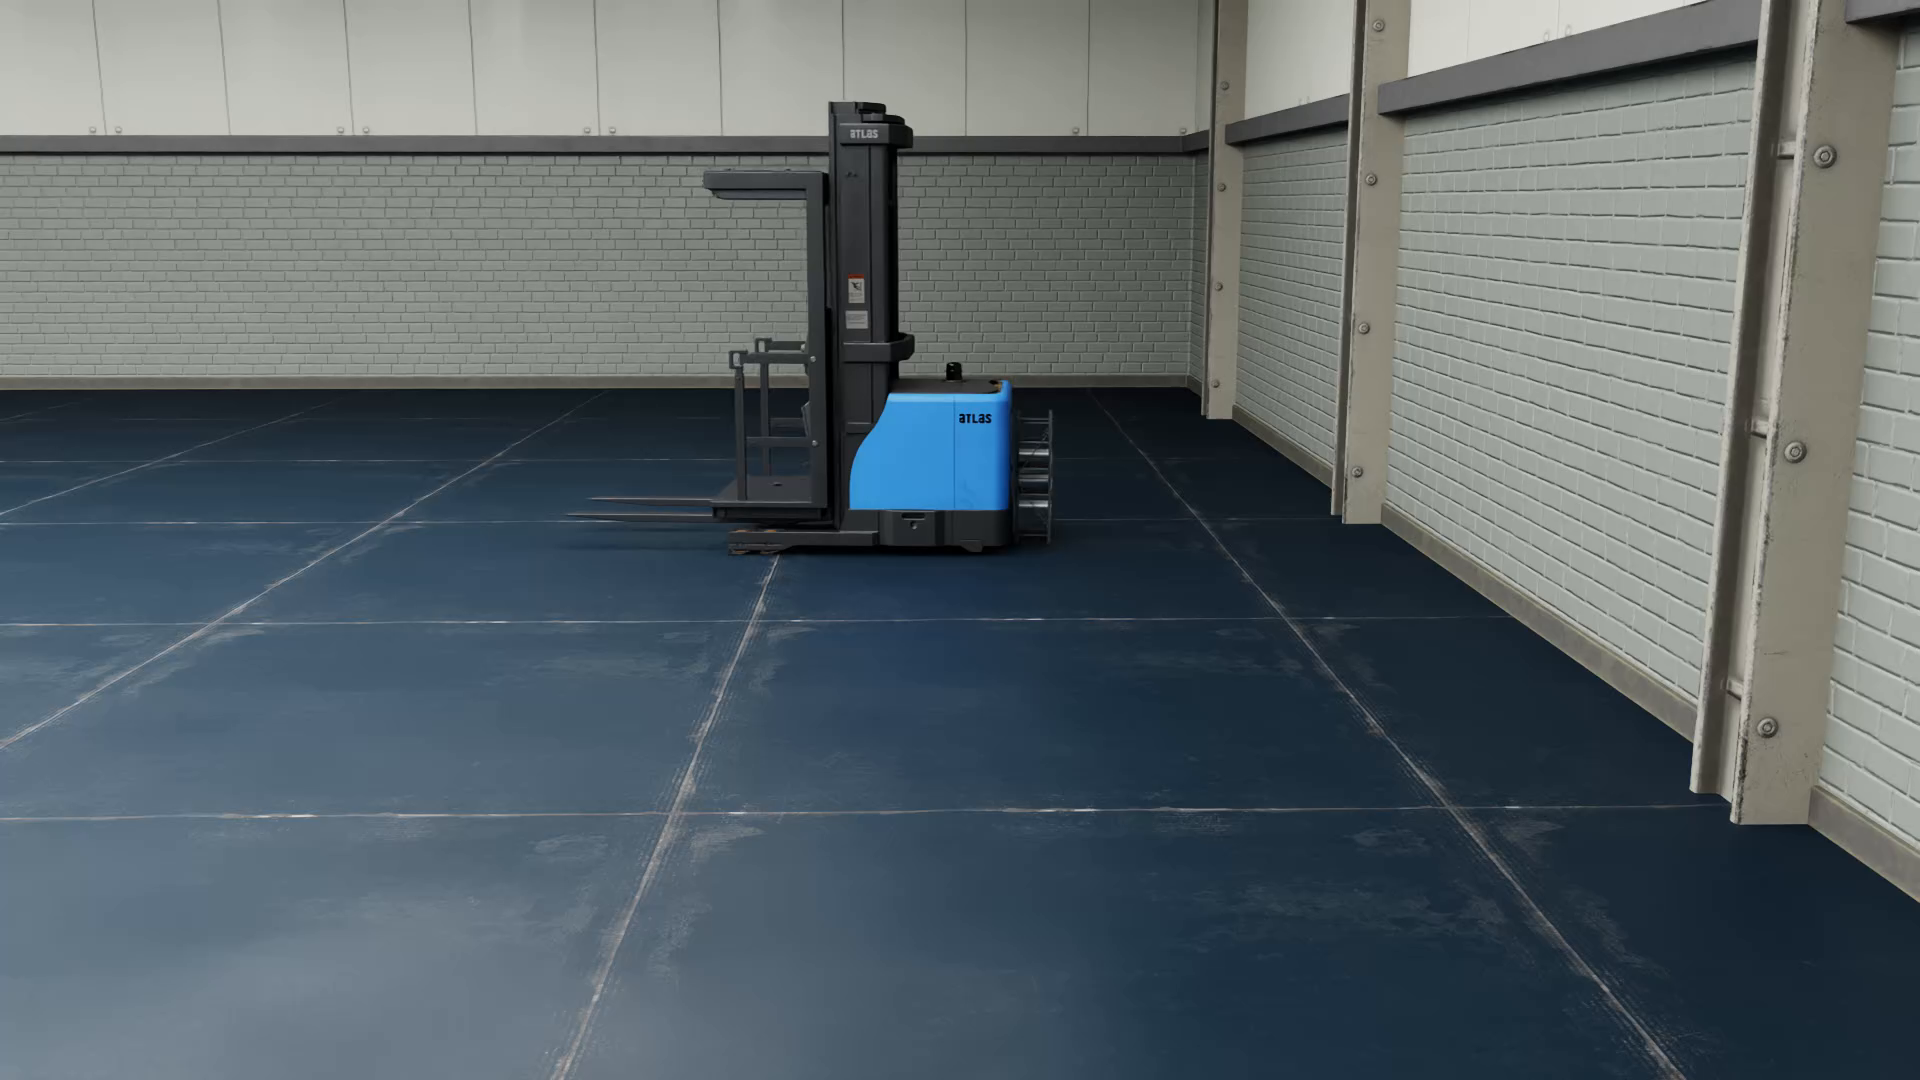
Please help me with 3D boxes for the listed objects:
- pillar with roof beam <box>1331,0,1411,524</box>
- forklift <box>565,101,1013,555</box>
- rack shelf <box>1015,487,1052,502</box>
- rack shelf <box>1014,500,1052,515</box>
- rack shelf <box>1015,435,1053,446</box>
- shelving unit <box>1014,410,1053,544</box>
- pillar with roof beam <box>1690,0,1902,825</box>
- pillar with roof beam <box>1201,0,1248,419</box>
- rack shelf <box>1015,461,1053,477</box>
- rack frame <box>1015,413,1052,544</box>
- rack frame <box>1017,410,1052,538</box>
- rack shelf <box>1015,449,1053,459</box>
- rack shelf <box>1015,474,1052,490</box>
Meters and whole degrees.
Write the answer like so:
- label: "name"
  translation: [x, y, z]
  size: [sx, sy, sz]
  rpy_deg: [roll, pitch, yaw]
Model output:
- label: "pillar with roof beam"
  translation: [-1.351, -4.552, 11.366]
  size: [9.100, 9.000, 0.400]
  rpy_deg: [0, 11, -1]
- label: "forklift"
  translation: [-1.155, -1.442, 11.296]
  size: [3.031, 2.935, 1.130]
  rpy_deg: [1, 11, 3]
- label: "rack shelf"
  translation: [0.507, -0.315, 11.465]
  size: [0.258, 0.077, 0.200]
  rpy_deg: [1, 11, 3]
- label: "rack shelf"
  translation: [0.507, -0.227, 11.483]
  size: [0.258, 0.077, 0.200]
  rpy_deg: [1, 11, 3]
- label: "rack shelf"
  translation: [0.508, -0.668, 11.393]
  size: [0.258, 0.077, 0.200]
  rpy_deg: [1, 11, 3]
- label: "shelving unit"
  translation: [0.507, -0.436, 11.441]
  size: [0.258, 0.900, 0.210]
  rpy_deg: [1, 11, 3]
- label: "pillar with roof beam"
  translation: [-1.227, -3.360, 5.487]
  size: [9.100, 9.000, 0.400]
  rpy_deg: [0, 11, -1]
- label: "pillar with roof beam"
  translation: [-1.475, -5.745, 17.244]
  size: [9.100, 9.000, 0.400]
  rpy_deg: [0, 11, -1]
- label: "rack shelf"
  translation: [0.508, -0.491, 11.429]
  size: [0.258, 0.077, 0.200]
  rpy_deg: [1, 11, 3]
- label: "rack frame"
  translation: [0.502, -0.415, 11.341]
  size: [0.240, 0.900, 0.006]
  rpy_deg: [1, 11, 3]
- label: "rack frame"
  translation: [0.512, -0.456, 11.540]
  size: [0.240, 0.900, 0.006]
  rpy_deg: [1, 11, 3]
- label: "rack shelf"
  translation: [0.508, -0.579, 11.411]
  size: [0.258, 0.077, 0.200]
  rpy_deg: [1, 11, 3]
- label: "rack shelf"
  translation: [0.507, -0.403, 11.447]
  size: [0.258, 0.077, 0.200]
  rpy_deg: [1, 11, 3]
